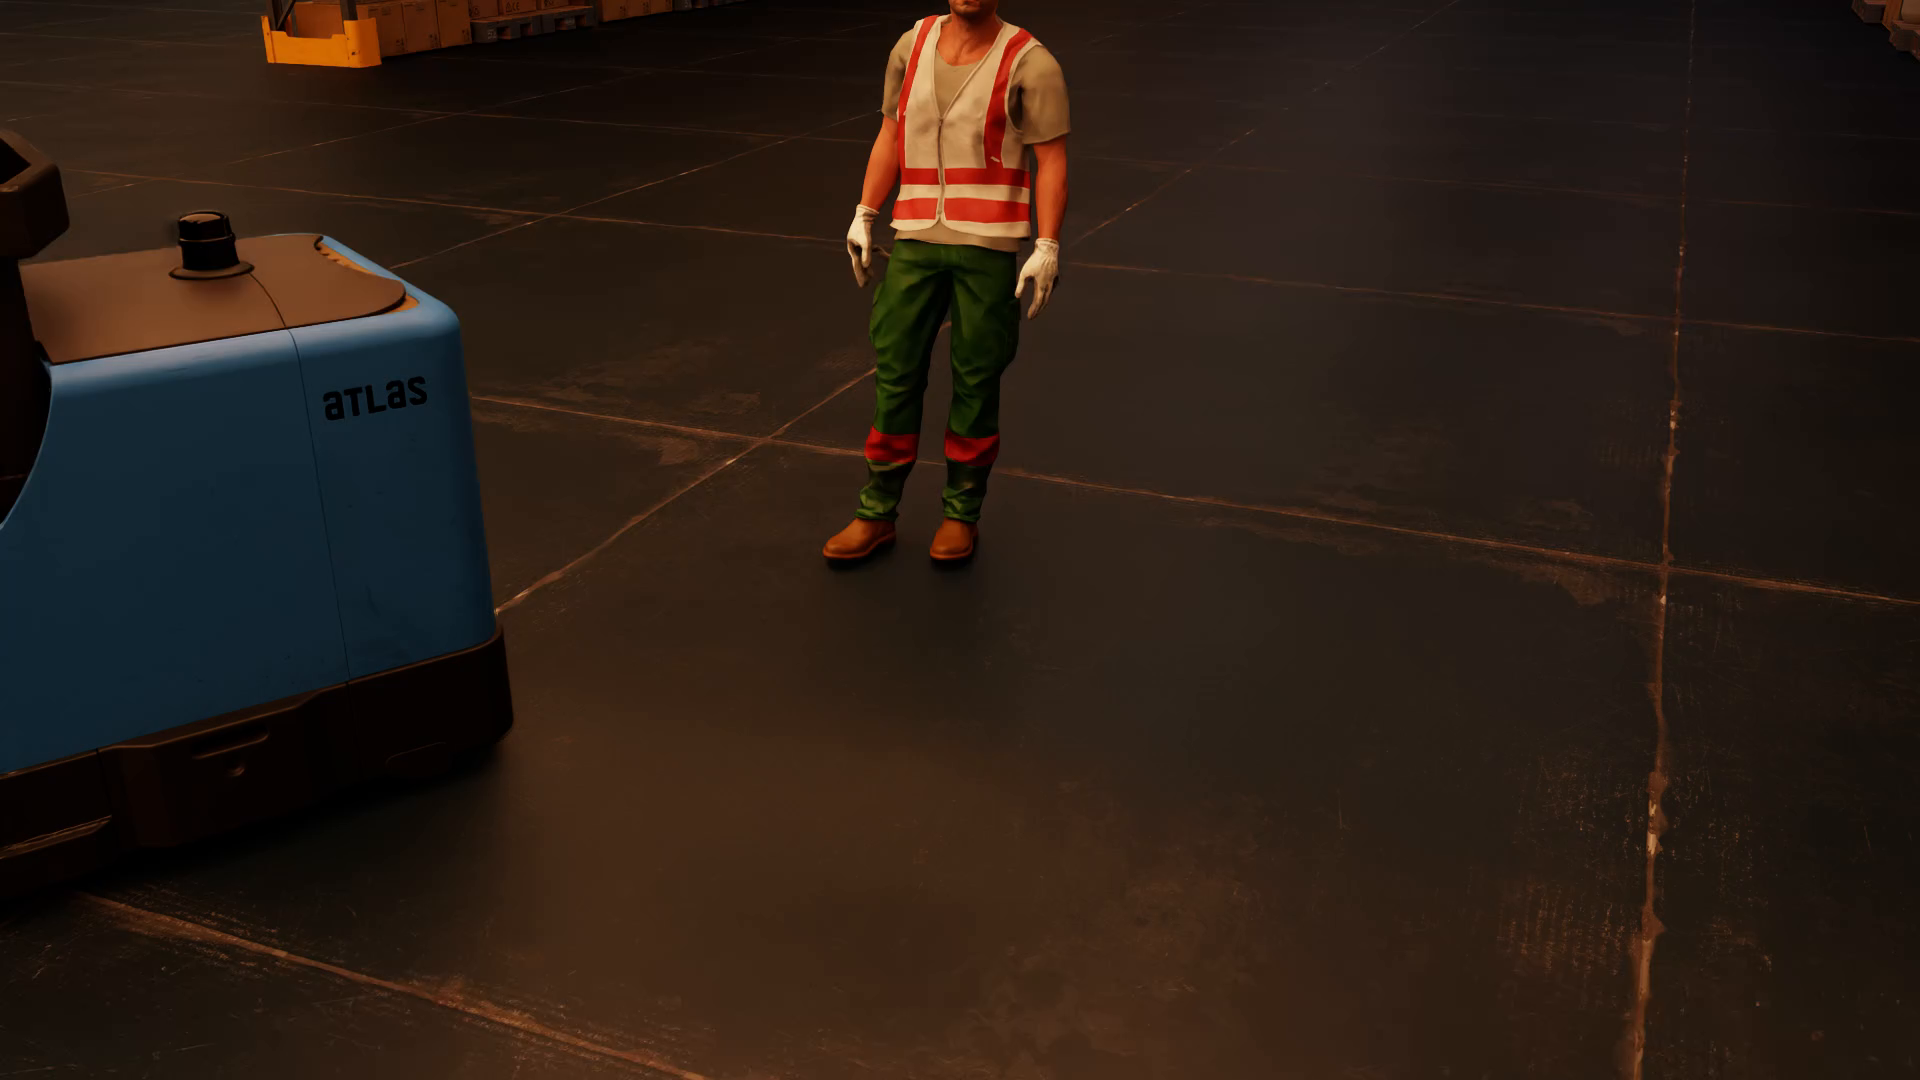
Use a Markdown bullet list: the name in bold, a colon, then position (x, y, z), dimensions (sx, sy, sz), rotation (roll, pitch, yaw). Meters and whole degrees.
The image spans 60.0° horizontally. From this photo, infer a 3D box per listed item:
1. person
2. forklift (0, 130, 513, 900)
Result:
- **person**: position (-0.041, -0.805, 4.680), dimensions (0.638, 1.789, 0.562), rotation (9, 24, 21)
- **forklift**: position (-2.535, -0.665, 2.883), dimensions (3.031, 2.935, 1.130), rotation (-16, 27, -33)
